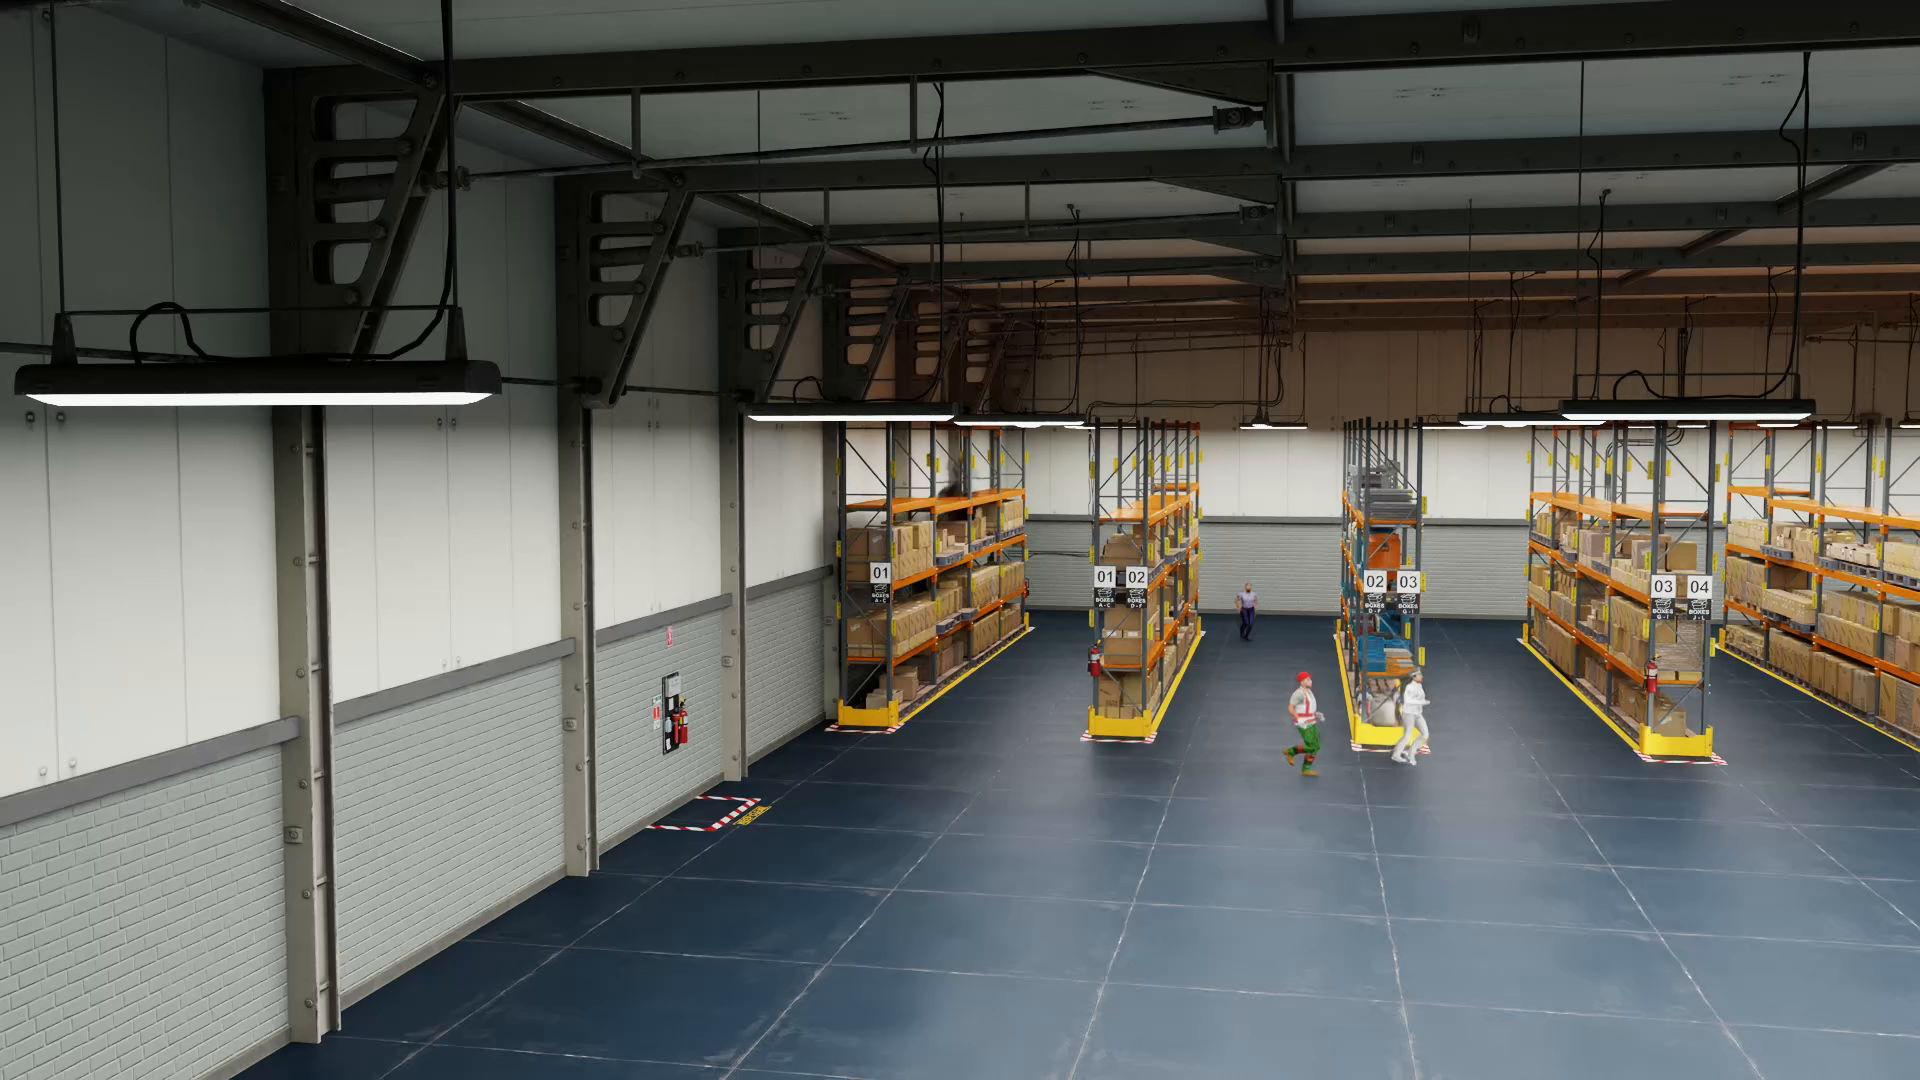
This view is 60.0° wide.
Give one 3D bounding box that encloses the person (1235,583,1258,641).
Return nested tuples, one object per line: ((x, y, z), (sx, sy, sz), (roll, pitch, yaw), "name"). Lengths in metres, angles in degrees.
((7.876, 1.977, 45.522), (0.602, 1.583, 0.574), (-1, 4, -8), "person")

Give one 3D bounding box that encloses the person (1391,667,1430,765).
((7.837, 3.033, 28.670), (0.666, 1.707, 0.616), (3, 5, 42), "person")

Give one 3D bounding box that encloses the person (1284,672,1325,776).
((5.742, 3.064, 27.754), (0.592, 1.741, 0.672), (3, 5, 37), "person")
